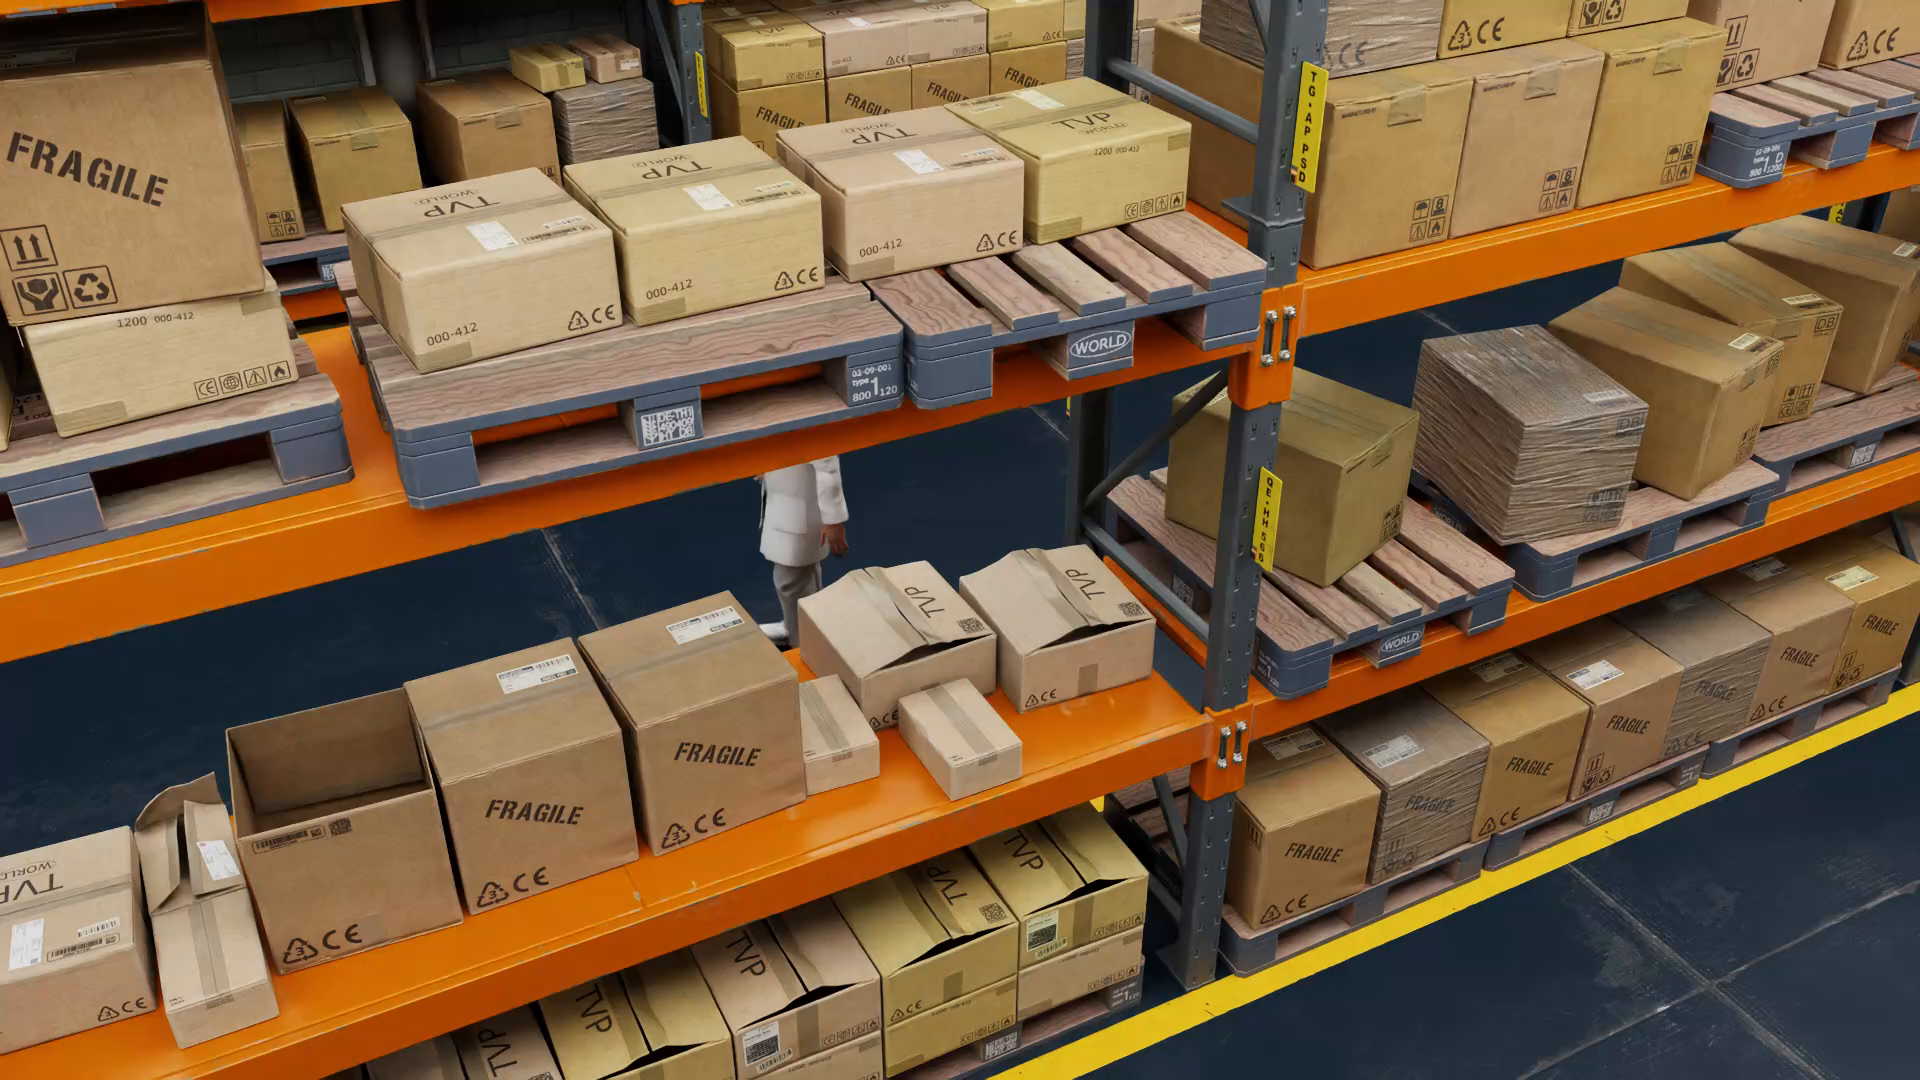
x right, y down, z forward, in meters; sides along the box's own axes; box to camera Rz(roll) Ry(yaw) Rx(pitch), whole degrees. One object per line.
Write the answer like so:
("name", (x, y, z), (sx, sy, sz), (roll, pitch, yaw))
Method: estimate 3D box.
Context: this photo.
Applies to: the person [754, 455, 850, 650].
("person", (-0.747, -0.171, 7.425), (0.418, 1.827, 0.710), (-7, 33, -10))
